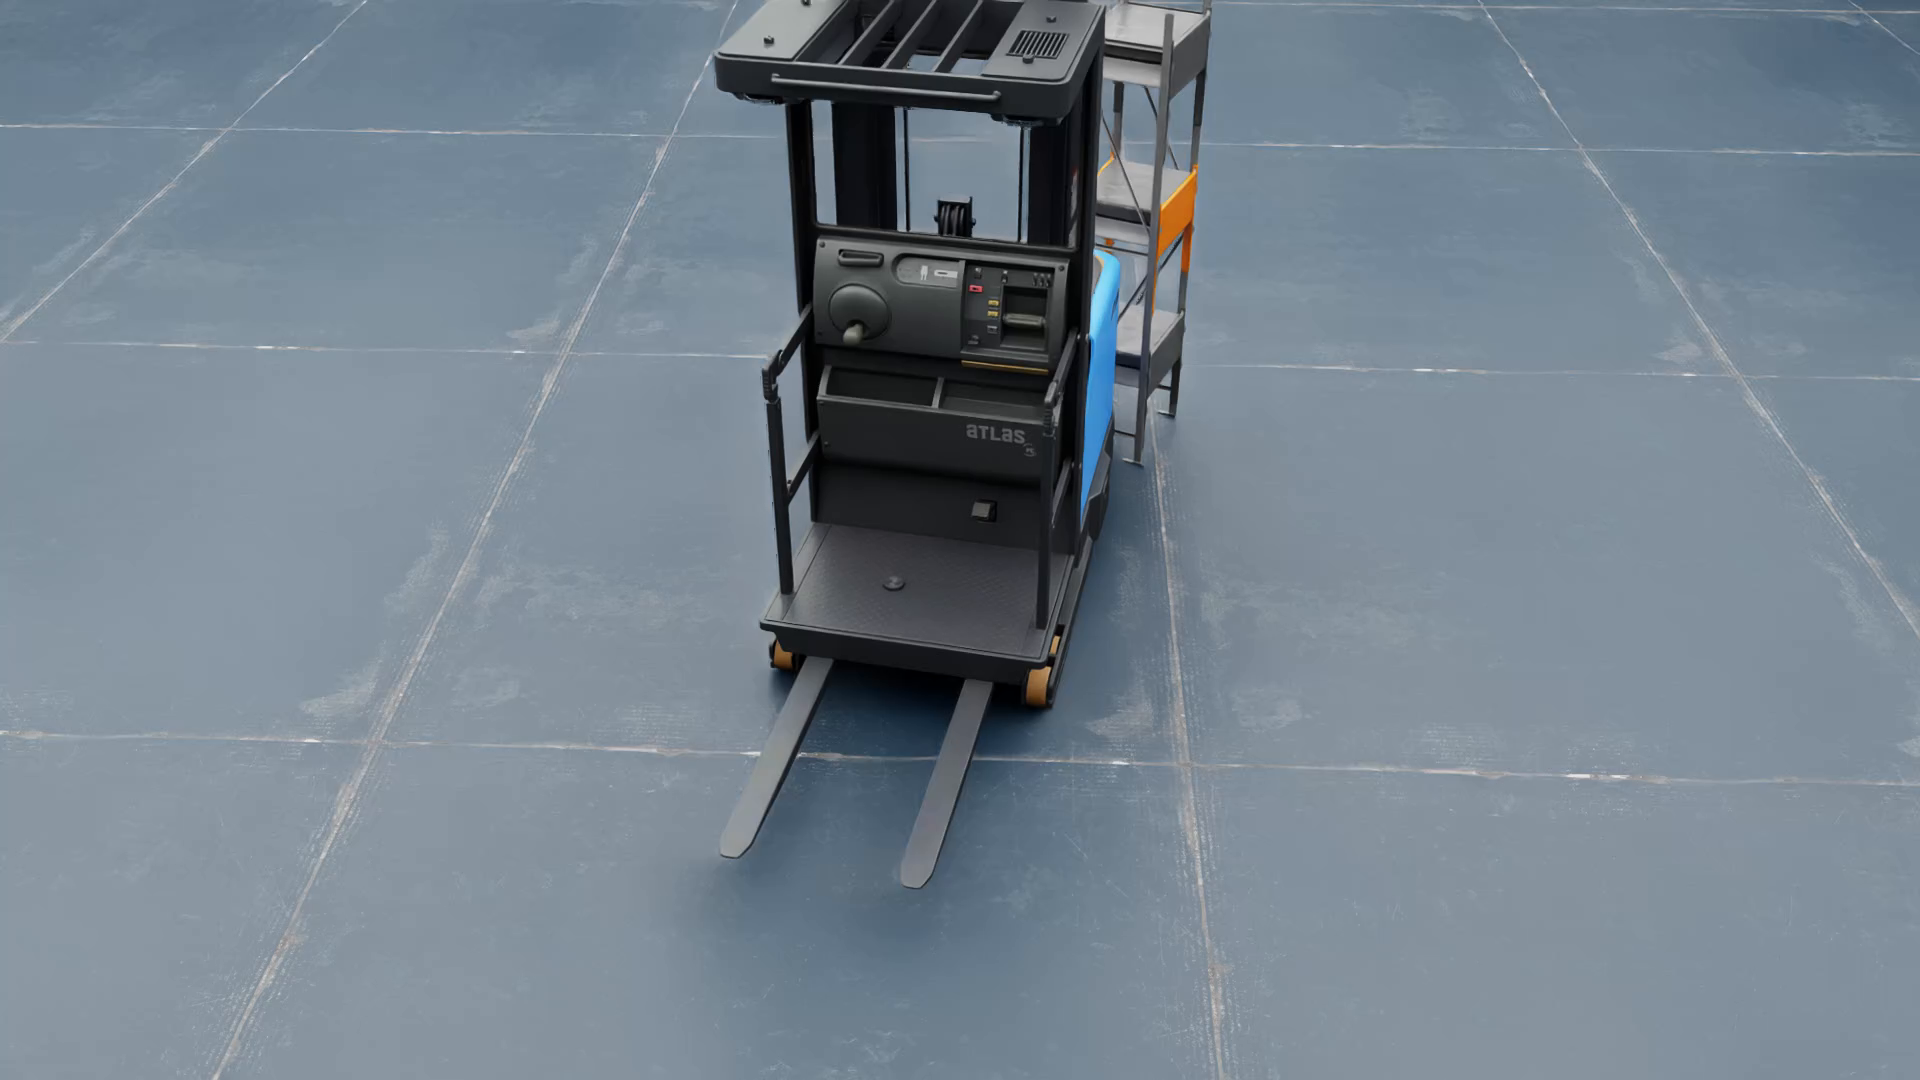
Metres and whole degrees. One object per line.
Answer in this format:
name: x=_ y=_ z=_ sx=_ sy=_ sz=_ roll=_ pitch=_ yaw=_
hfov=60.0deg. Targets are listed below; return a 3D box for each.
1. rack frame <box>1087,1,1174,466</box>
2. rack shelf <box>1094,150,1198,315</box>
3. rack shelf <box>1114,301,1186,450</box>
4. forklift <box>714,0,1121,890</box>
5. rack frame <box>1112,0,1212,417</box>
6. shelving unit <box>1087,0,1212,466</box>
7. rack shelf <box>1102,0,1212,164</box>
rack frame: x=0.661 y=-1.258 z=7.214 sx=0.400 sy=2.100 sz=0.015 roll=15 pitch=38 yaw=21
rack shelf: x=0.766 y=-1.374 z=7.402 sx=0.431 sy=0.518 sz=0.480 roll=15 pitch=38 yaw=21
rack shelf: x=0.766 y=-0.801 z=7.805 sx=0.431 sy=0.518 sz=0.480 roll=15 pitch=38 yaw=21
forklift: x=-0.120 y=-0.799 z=5.838 sx=1.130 sy=2.935 sz=3.031 roll=7 pitch=36 yaw=10
rack frame: x=0.871 y=-1.511 z=7.574 sx=0.400 sy=2.100 sz=0.015 roll=15 pitch=38 yaw=21
shelving unit: x=0.766 y=-1.385 z=7.394 sx=0.431 sy=2.100 sz=0.503 roll=15 pitch=38 yaw=21
rack shelf: x=0.766 y=-1.946 z=7.000 sx=0.431 sy=0.518 sz=0.480 roll=15 pitch=38 yaw=21
